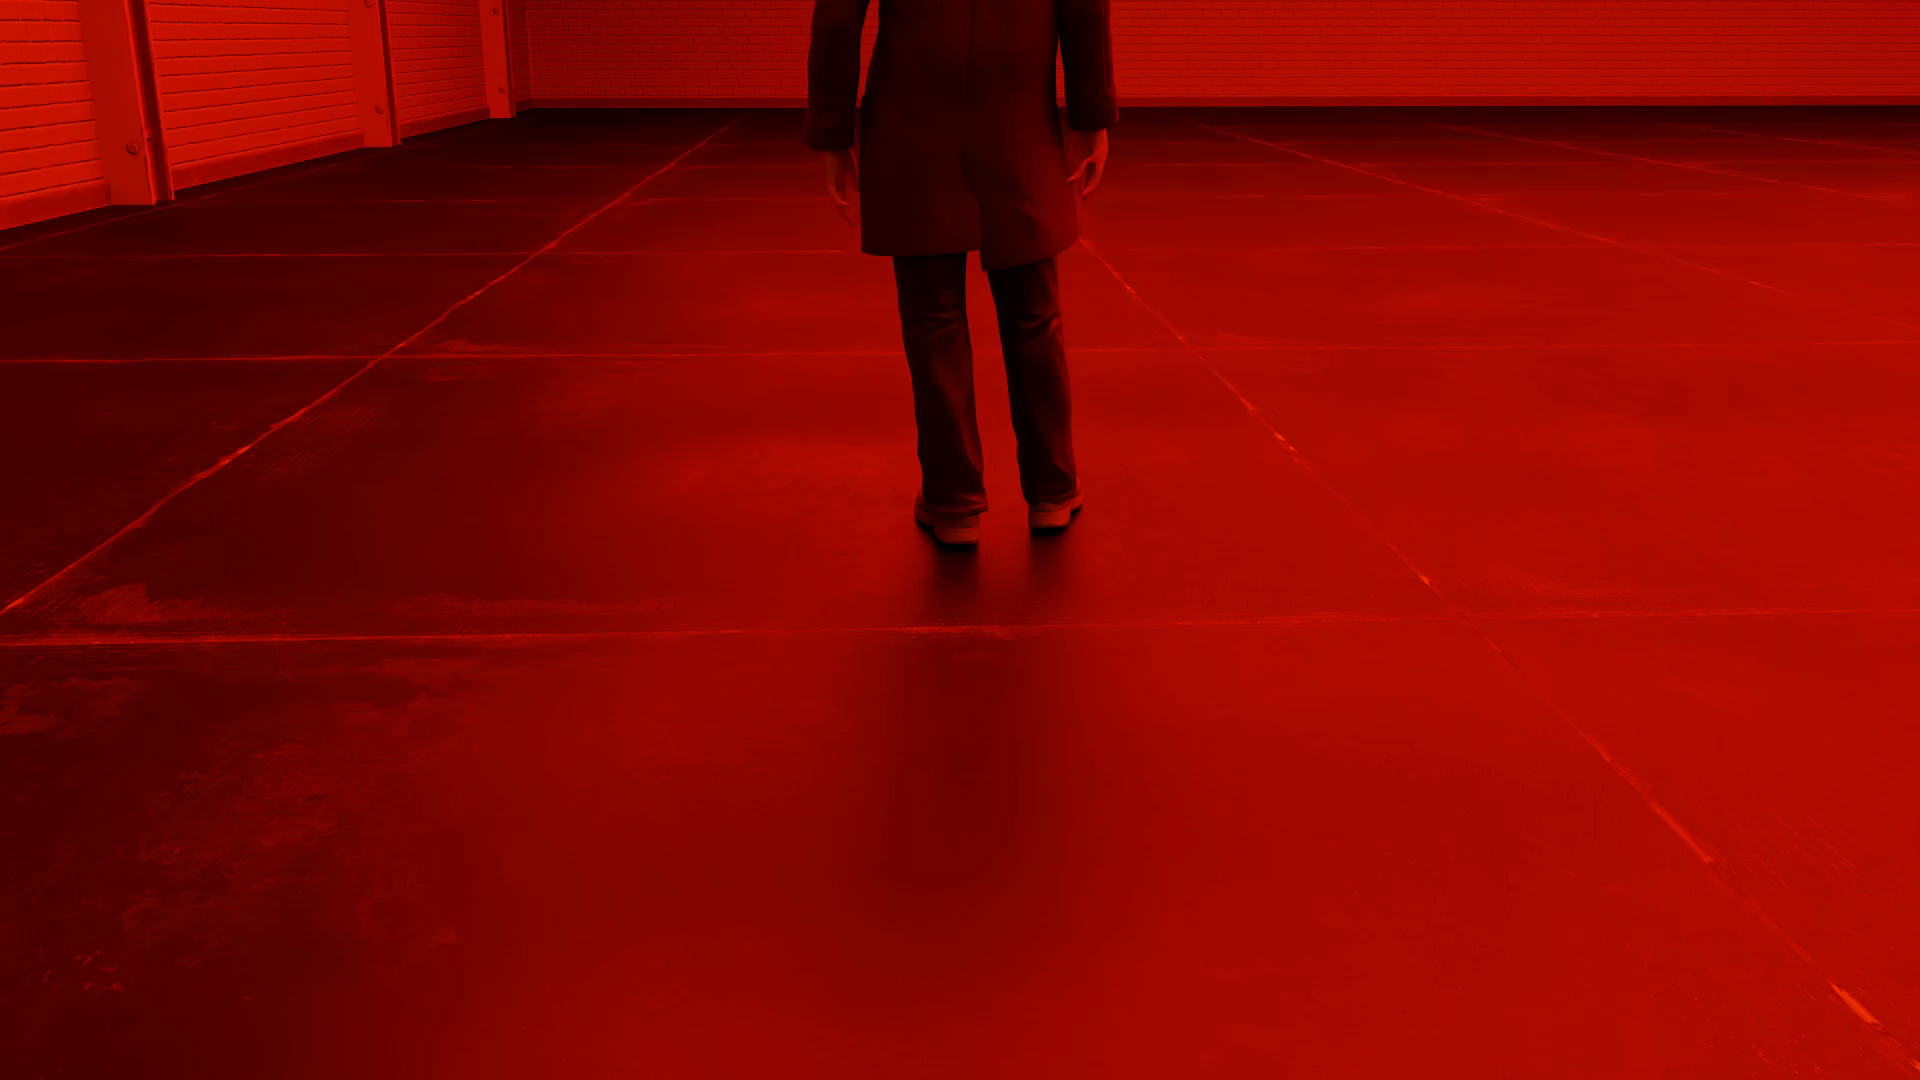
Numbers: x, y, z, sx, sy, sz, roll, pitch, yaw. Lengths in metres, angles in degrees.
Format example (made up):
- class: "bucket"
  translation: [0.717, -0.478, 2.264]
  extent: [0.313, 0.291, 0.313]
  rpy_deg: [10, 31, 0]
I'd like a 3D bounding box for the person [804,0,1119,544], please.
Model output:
- class: "person"
  translation: [0.000, -0.883, 3.743]
  extent: [0.696, 1.775, 0.582]
  rpy_deg: [-1, 17, -3]
